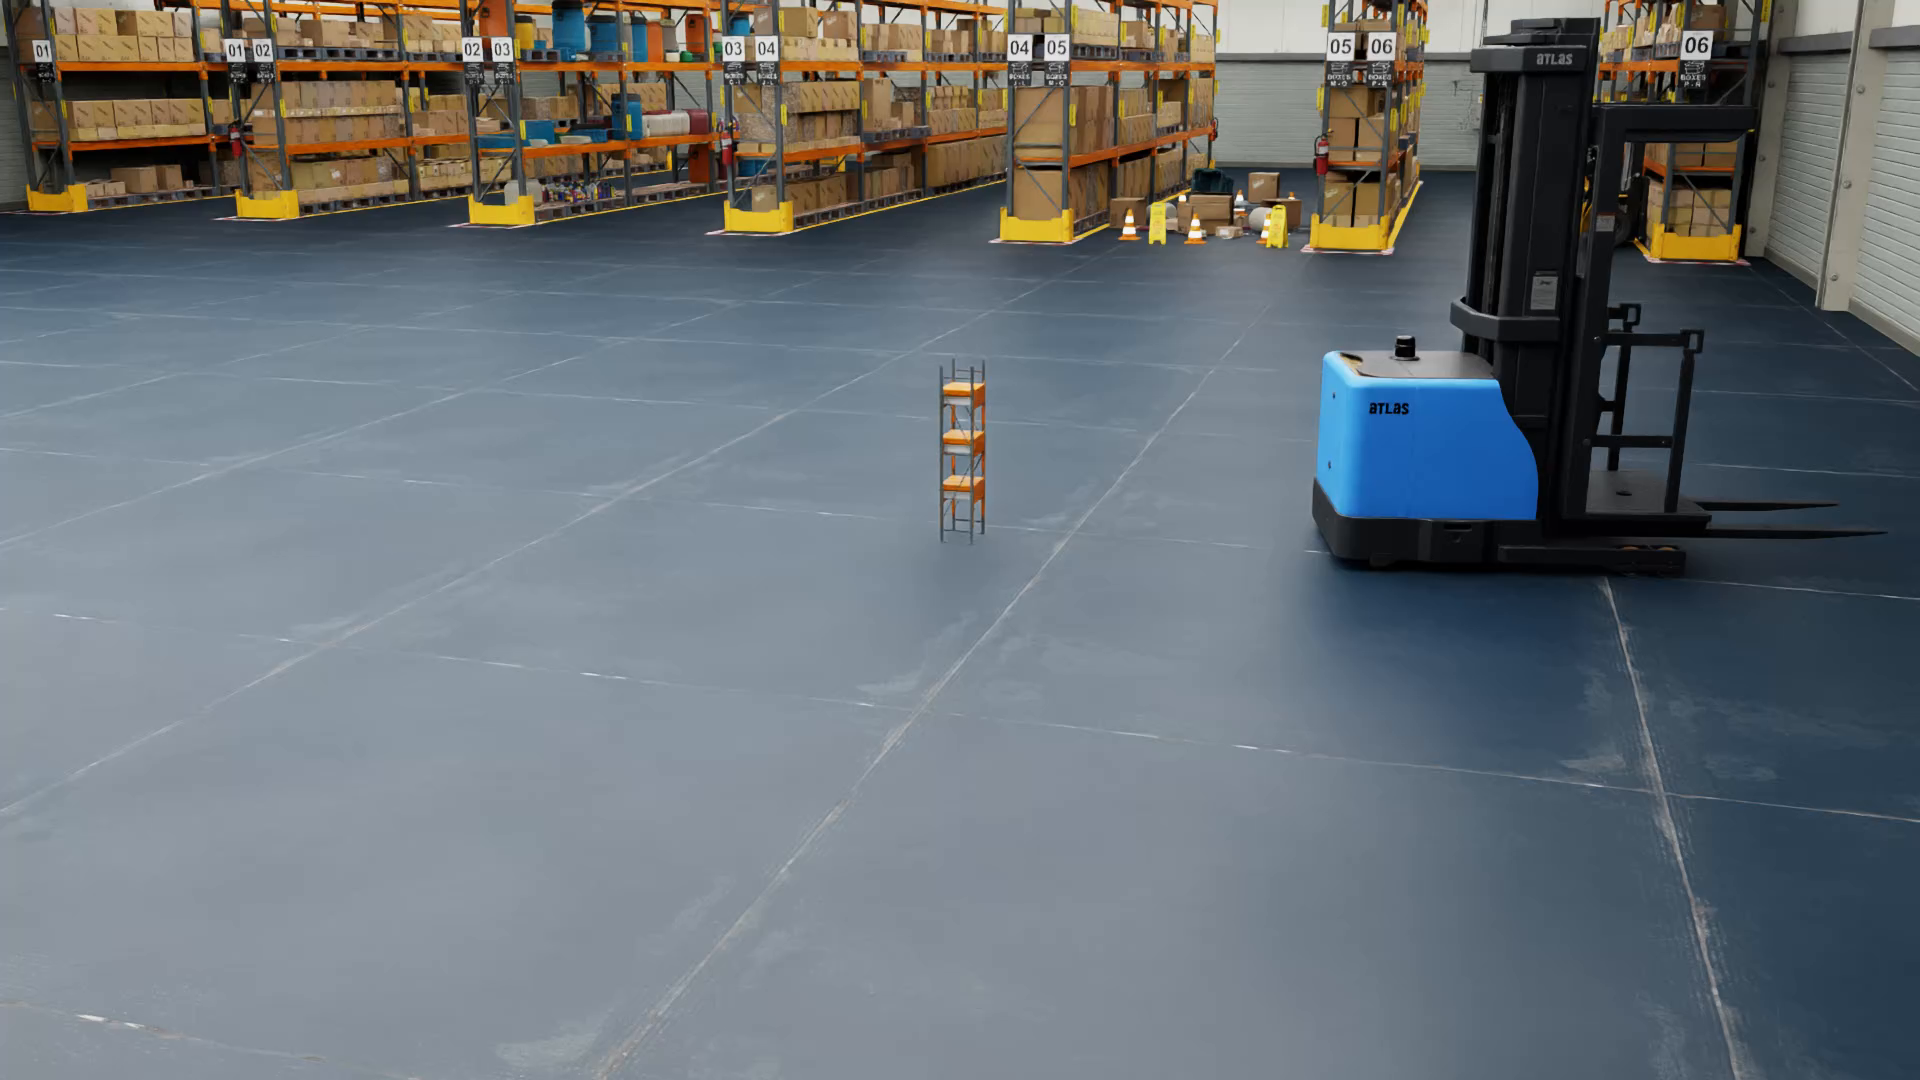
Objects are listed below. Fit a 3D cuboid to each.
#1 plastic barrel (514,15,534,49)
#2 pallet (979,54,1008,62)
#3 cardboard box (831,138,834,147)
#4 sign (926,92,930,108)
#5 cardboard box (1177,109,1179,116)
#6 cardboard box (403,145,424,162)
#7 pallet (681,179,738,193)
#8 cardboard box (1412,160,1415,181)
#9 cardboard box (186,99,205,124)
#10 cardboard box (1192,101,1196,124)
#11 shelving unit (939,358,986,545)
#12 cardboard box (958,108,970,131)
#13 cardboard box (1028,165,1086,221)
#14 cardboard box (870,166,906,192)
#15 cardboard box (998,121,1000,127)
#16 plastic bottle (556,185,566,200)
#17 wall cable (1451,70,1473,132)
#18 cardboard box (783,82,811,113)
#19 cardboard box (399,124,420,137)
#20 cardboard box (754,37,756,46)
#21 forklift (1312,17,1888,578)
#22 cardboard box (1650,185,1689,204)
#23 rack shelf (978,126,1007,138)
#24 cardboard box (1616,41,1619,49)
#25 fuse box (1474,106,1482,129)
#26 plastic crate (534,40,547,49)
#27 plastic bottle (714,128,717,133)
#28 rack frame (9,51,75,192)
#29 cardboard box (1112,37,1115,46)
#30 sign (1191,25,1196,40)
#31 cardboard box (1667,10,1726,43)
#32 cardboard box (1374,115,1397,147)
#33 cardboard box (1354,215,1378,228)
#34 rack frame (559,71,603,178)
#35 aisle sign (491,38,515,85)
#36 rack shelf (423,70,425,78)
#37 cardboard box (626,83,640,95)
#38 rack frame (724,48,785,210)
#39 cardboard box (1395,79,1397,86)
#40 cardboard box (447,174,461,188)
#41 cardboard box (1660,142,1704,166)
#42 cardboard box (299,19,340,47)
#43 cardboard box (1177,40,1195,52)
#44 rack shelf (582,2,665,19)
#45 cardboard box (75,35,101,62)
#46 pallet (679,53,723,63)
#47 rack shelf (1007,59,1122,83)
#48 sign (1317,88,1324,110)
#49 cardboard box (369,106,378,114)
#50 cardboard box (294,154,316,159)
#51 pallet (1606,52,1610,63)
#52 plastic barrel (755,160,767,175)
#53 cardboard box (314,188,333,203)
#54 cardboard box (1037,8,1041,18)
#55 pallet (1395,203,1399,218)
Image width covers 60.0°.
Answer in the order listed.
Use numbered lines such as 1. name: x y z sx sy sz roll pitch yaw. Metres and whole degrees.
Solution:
1. plastic barrel: -8.020 -9.175 30.067 0.600 0.588 0.600 0 16 0
2. pallet: 0.873 -12.138 41.793 1.003 0.211 1.213 5 16 16
3. cardboard box: -2.519 -7.270 30.425 0.380 0.149 0.250 5 16 16
4. sign: -0.677 -9.319 35.211 0.100 0.325 0.005 5 16 16
5. cardboard box: 4.666 -9.511 37.011 0.380 0.149 0.250 5 17 16
6. cardboard box: -14.371 -10.026 42.852 0.750 0.750 0.750 5 17 17
7. pallet: -5.765 -8.092 37.972 1.003 0.211 1.213 5 16 16
8. cardboard box: 9.973 -8.478 38.147 0.875 0.438 0.875 4 16 14
9. cardboard box: -16.422 -9.096 35.266 0.500 0.500 0.500 5 16 16
10. cardboard box: 5.180 -9.907 38.531 0.500 0.500 0.500 5 16 16
11. shelving unit: 0.015 -0.519 9.735 0.215 1.050 0.252 5 16 16
12. cardboard box: -0.082 -9.662 38.214 0.500 0.500 0.500 5 17 18
13. cardboard box: 1.631 -5.929 28.358 0.875 0.875 0.875 4 16 15
14. cardboard box: -1.517 -7.526 34.641 0.700 0.500 0.500 3 16 11
15. cardboard box: 0.781 -10.225 40.842 0.380 0.149 0.250 4 16 14
16. plastic bottle: -7.738 -6.734 32.260 0.152 0.276 0.135 5 16 16
17. wall cable: 13.518 -12.023 44.860 0.588 1.984 0.122 5 16 16
18. cardboard box: -2.907 -7.672 28.821 0.500 0.500 0.500 5 16 16
19. cardboard box: -11.736 -8.623 35.007 0.500 0.250 0.500 6 17 19
20. cardboard box: -3.507 -8.465 28.225 0.380 0.149 0.250 4 16 14
21. forklift: 3.625 -1.353 9.229 3.031 2.935 1.130 1 16 3
22. cardboard box: 10.759 -5.233 25.220 0.500 0.250 0.500 5 17 17
23. rack shelf: 0.505 -10.064 41.131 1.077 0.370 4.000 5 16 16
24. cardboard box: 13.363 -9.926 33.338 0.380 0.149 0.250 5 17 17
25. fuse box: 14.127 -10.821 44.842 0.539 1.711 0.414 5 16 16
26. plastic crate: -7.969 -9.089 30.908 0.392 0.384 0.575 5 16 16
27. plastic bottle: -5.516 -9.252 37.180 0.152 0.276 0.135 5 16 16
28. rack frame: -17.721 -7.899 32.182 1.000 3.000 0.127 5 16 16
29. cardboard box: 2.522 -8.769 29.258 0.380 0.149 0.250 5 17 17
30. sign: 5.197 -11.314 37.057 0.100 0.325 0.005 5 16 16
31. cardboard box: 11.270 -7.882 25.483 0.797 0.503 0.637 5 17 18
32. cardboard box: 6.853 -6.675 27.137 0.500 0.500 0.500 4 16 15
33. cardboard box: 6.522 -5.047 26.396 0.500 0.250 0.500 4 16 15
34. rack frame: -9.560 -10.656 41.900 1.000 3.000 0.127 5 16 16
35. aisle sign: -7.962 -8.340 28.972 0.394 0.787 0.004 5 16 16
36. rack shelf: -13.742 -12.659 44.784 1.077 0.370 4.000 5 16 16
37. cardboard box: -8.718 -11.691 43.534 0.500 0.500 0.500 5 17 18
38. rack frame: -3.474 -6.747 28.119 1.000 3.000 0.127 5 16 16
39. cardboard box: 9.866 -10.160 36.948 0.380 0.149 0.250 4 16 15
40. cardboard box: -11.190 -7.797 36.092 0.500 0.250 0.500 4 16 14
41. cardboard box: 10.676 -5.792 24.568 0.500 0.500 0.500 4 16 15
42. cardboard box: -12.236 -9.690 31.789 0.500 0.500 0.500 5 16 16
43. cardboard box: 5.030 -11.194 37.660 0.500 0.250 0.500 5 17 18
44. rack shelf: -8.992 -13.717 43.024 1.077 0.370 4.000 5 16 16
45. cardboard box: -17.199 -9.606 32.482 0.500 0.500 0.500 6 17 20
46. pallet: -5.638 -10.769 37.148 1.003 0.211 1.213 5 16 16
47. rack shelf: 1.822 -7.956 28.204 1.077 0.370 4.000 5 16 16
48. sign: 5.501 -6.736 25.379 0.100 0.325 0.005 5 16 16
49. cardboard box: -11.923 -8.633 33.397 0.380 0.149 0.250 5 16 16
50. cardboard box: -15.602 -8.809 39.164 0.700 0.500 0.500 5 17 17
51. pallet: 13.946 -9.921 34.159 1.213 0.211 1.003 5 16 16
52. plastic barrel: -4.983 -9.322 40.274 0.600 0.901 0.708 5 16 16
53. cardboard box: -12.466 -6.649 32.045 0.500 0.250 0.500 5 16 16
54. cardboard box: 1.096 -8.471 26.749 0.380 0.149 0.250 5 17 16
55. pallet: 7.729 -6.207 31.327 1.003 0.211 1.213 5 16 16
